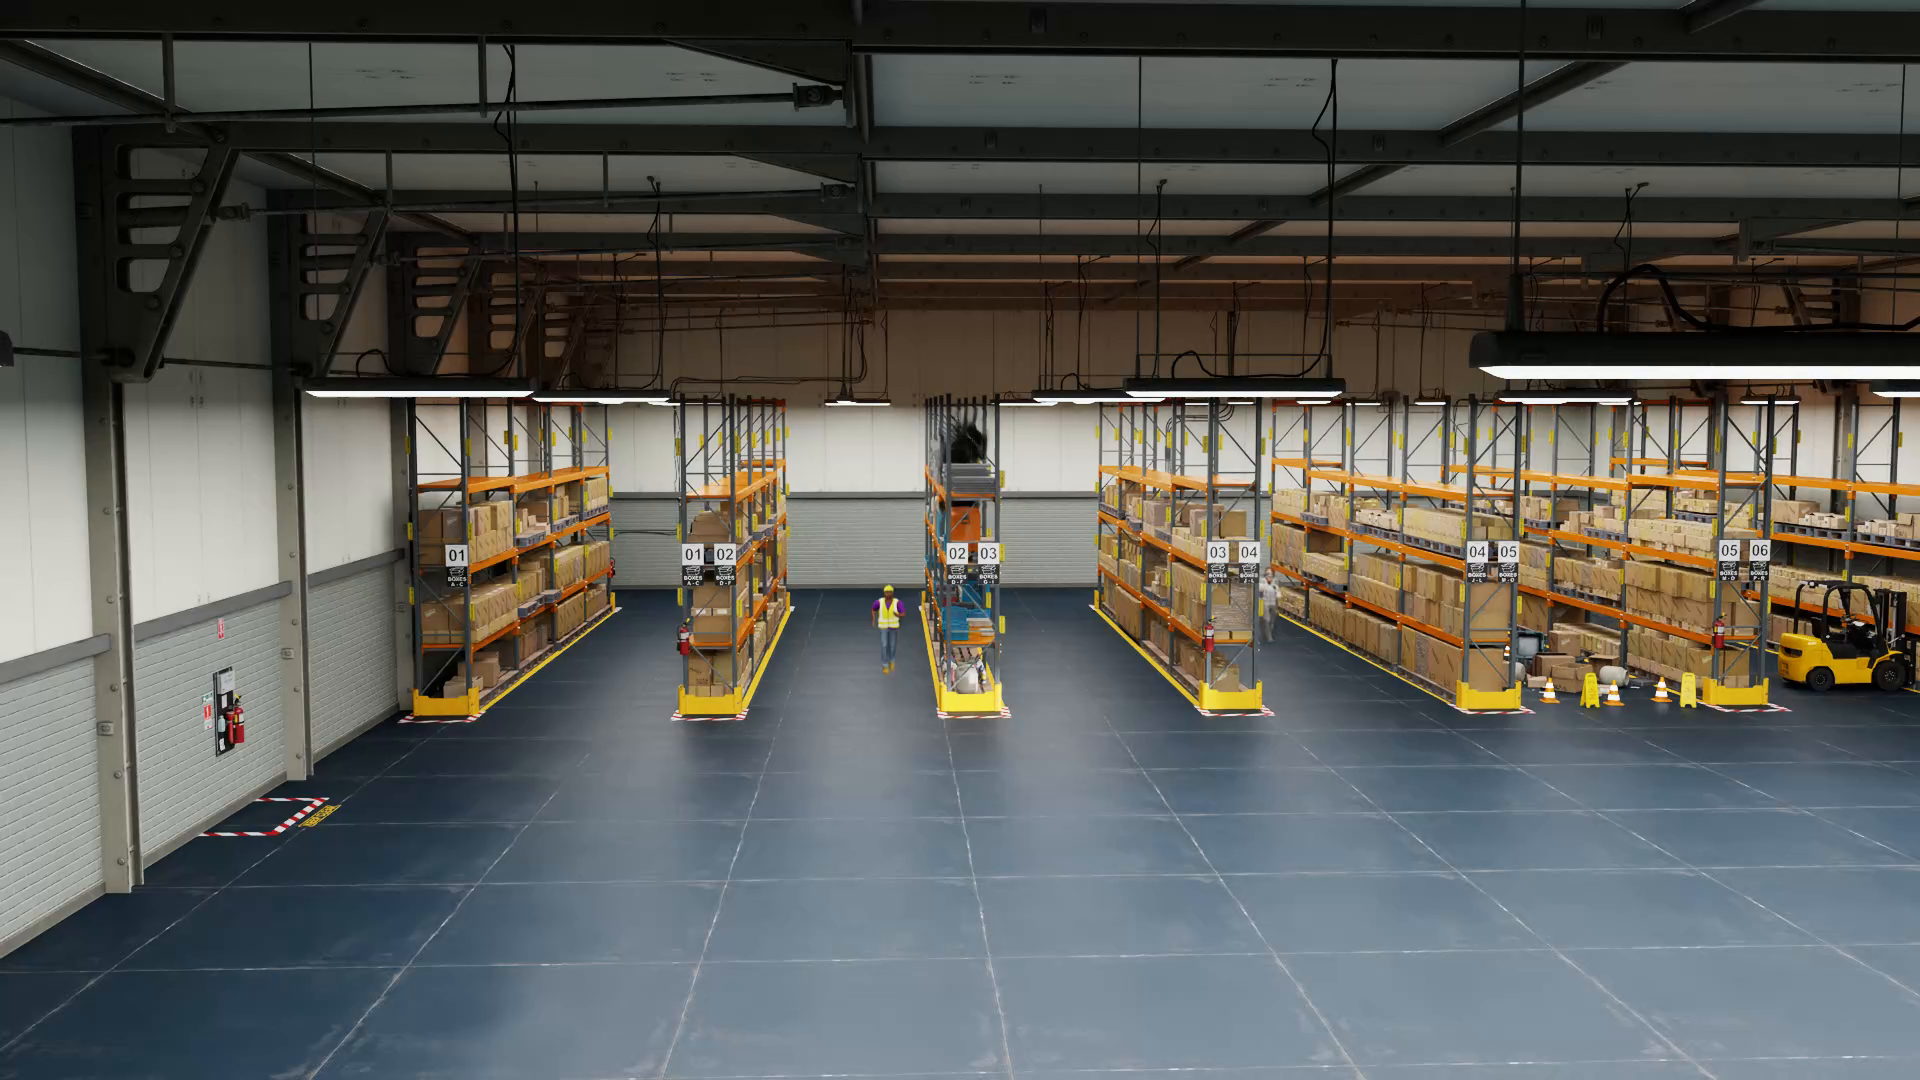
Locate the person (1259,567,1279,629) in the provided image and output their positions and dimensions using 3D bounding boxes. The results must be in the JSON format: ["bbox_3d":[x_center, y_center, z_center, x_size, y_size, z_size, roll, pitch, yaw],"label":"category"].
[{"bbox_3d":[7.974,1.511,42.794,0.543,1.634,0.621,0,5,1],"label":"person"}]

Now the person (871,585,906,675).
[{"bbox_3d":[-1.461,1.828,34.146,0.694,1.797,0.899,0,5,-6],"label":"person"}]

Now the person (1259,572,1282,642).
[{"bbox_3d":[7.608,1.622,40.948,0.611,1.681,0.940,-1,5,-8],"label":"person"}]
